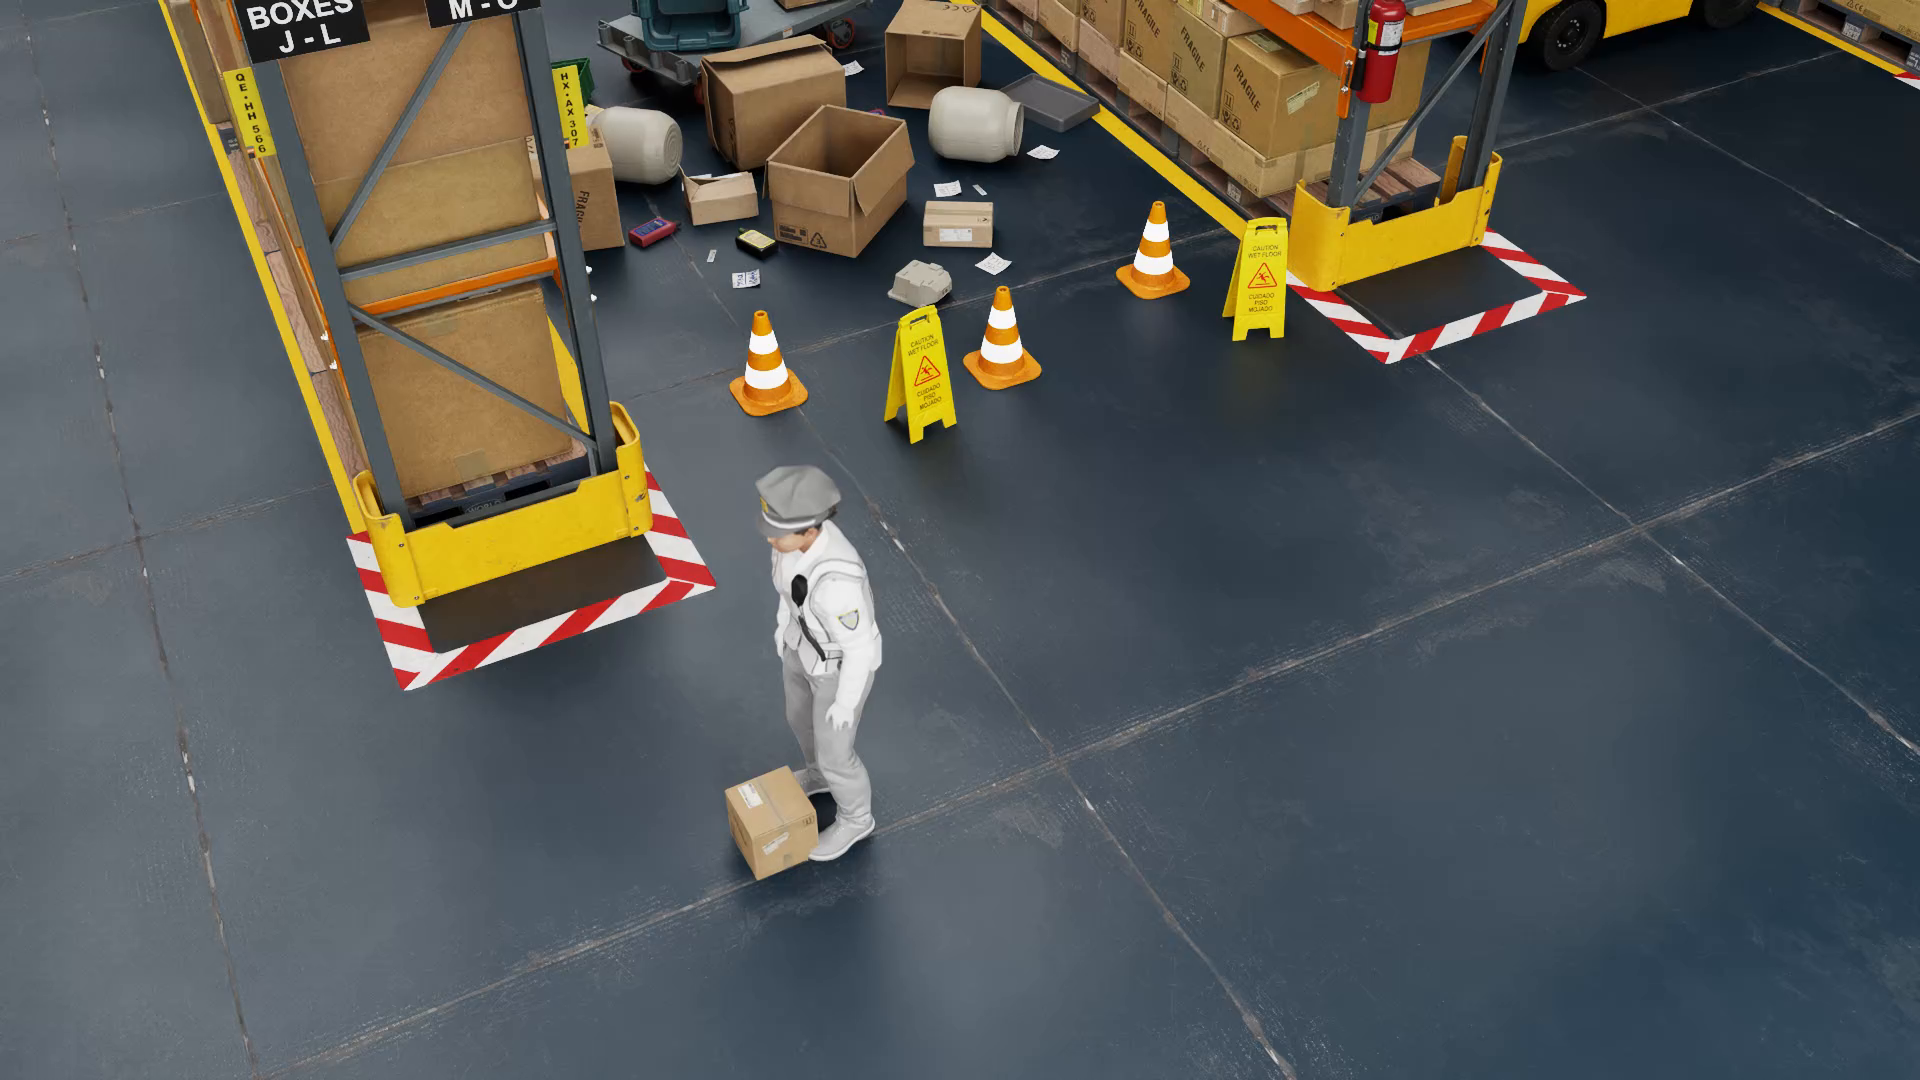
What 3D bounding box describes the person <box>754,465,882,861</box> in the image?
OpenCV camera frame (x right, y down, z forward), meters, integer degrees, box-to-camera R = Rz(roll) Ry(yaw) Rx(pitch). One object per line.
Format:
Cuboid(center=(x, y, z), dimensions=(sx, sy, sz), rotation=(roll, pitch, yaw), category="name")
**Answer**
Cuboid(center=(-0.470, 0.421, 5.682), dimensions=(0.370, 1.661, 0.520), rotation=(-21, 46, -22), category="person")
